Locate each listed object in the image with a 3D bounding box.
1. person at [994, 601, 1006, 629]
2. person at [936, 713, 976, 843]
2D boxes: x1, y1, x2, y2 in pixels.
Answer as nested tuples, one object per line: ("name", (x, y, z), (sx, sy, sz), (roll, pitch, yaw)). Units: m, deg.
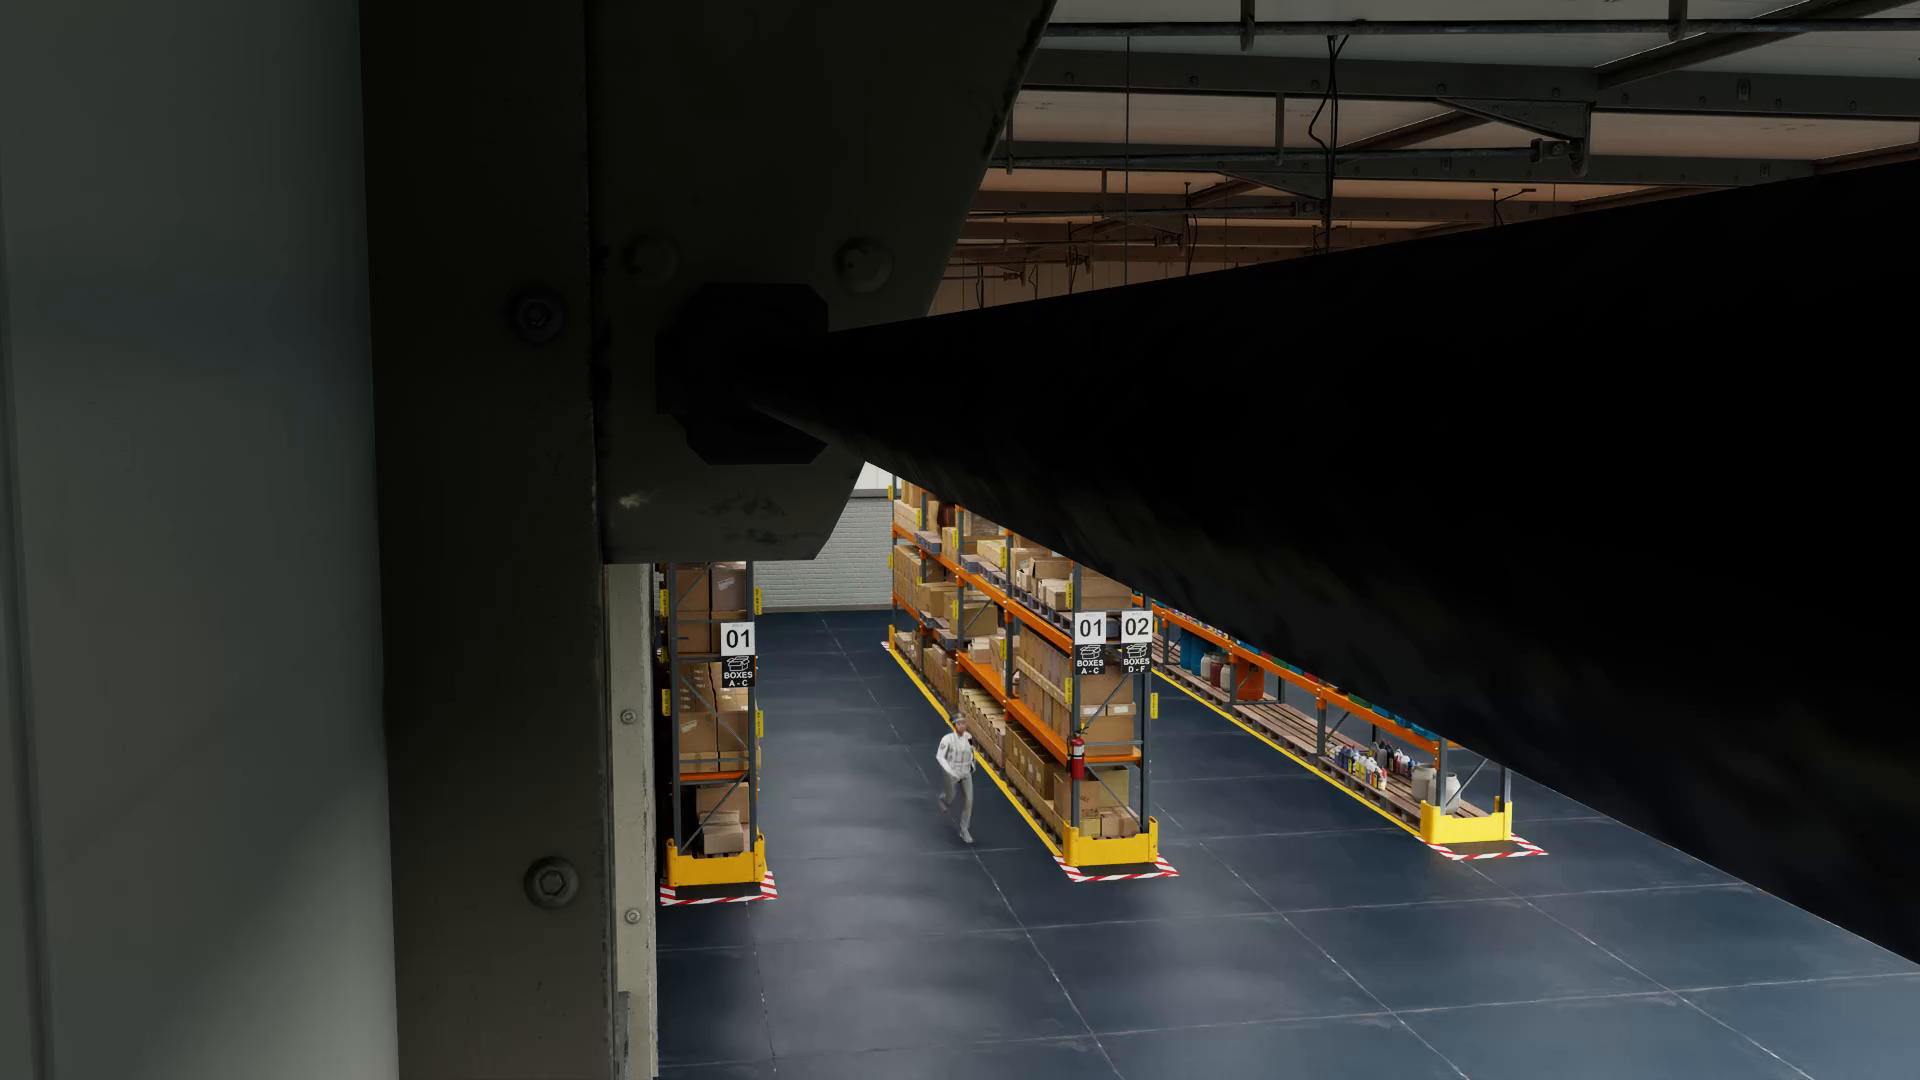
("person", (0.871, 1.551, 36.540), (0.689, 1.691, 0.902), (-4, 7, -32))
("person", (-0.032, 3.129, 22.223), (0.602, 1.686, 0.928), (-2, 6, -17))
